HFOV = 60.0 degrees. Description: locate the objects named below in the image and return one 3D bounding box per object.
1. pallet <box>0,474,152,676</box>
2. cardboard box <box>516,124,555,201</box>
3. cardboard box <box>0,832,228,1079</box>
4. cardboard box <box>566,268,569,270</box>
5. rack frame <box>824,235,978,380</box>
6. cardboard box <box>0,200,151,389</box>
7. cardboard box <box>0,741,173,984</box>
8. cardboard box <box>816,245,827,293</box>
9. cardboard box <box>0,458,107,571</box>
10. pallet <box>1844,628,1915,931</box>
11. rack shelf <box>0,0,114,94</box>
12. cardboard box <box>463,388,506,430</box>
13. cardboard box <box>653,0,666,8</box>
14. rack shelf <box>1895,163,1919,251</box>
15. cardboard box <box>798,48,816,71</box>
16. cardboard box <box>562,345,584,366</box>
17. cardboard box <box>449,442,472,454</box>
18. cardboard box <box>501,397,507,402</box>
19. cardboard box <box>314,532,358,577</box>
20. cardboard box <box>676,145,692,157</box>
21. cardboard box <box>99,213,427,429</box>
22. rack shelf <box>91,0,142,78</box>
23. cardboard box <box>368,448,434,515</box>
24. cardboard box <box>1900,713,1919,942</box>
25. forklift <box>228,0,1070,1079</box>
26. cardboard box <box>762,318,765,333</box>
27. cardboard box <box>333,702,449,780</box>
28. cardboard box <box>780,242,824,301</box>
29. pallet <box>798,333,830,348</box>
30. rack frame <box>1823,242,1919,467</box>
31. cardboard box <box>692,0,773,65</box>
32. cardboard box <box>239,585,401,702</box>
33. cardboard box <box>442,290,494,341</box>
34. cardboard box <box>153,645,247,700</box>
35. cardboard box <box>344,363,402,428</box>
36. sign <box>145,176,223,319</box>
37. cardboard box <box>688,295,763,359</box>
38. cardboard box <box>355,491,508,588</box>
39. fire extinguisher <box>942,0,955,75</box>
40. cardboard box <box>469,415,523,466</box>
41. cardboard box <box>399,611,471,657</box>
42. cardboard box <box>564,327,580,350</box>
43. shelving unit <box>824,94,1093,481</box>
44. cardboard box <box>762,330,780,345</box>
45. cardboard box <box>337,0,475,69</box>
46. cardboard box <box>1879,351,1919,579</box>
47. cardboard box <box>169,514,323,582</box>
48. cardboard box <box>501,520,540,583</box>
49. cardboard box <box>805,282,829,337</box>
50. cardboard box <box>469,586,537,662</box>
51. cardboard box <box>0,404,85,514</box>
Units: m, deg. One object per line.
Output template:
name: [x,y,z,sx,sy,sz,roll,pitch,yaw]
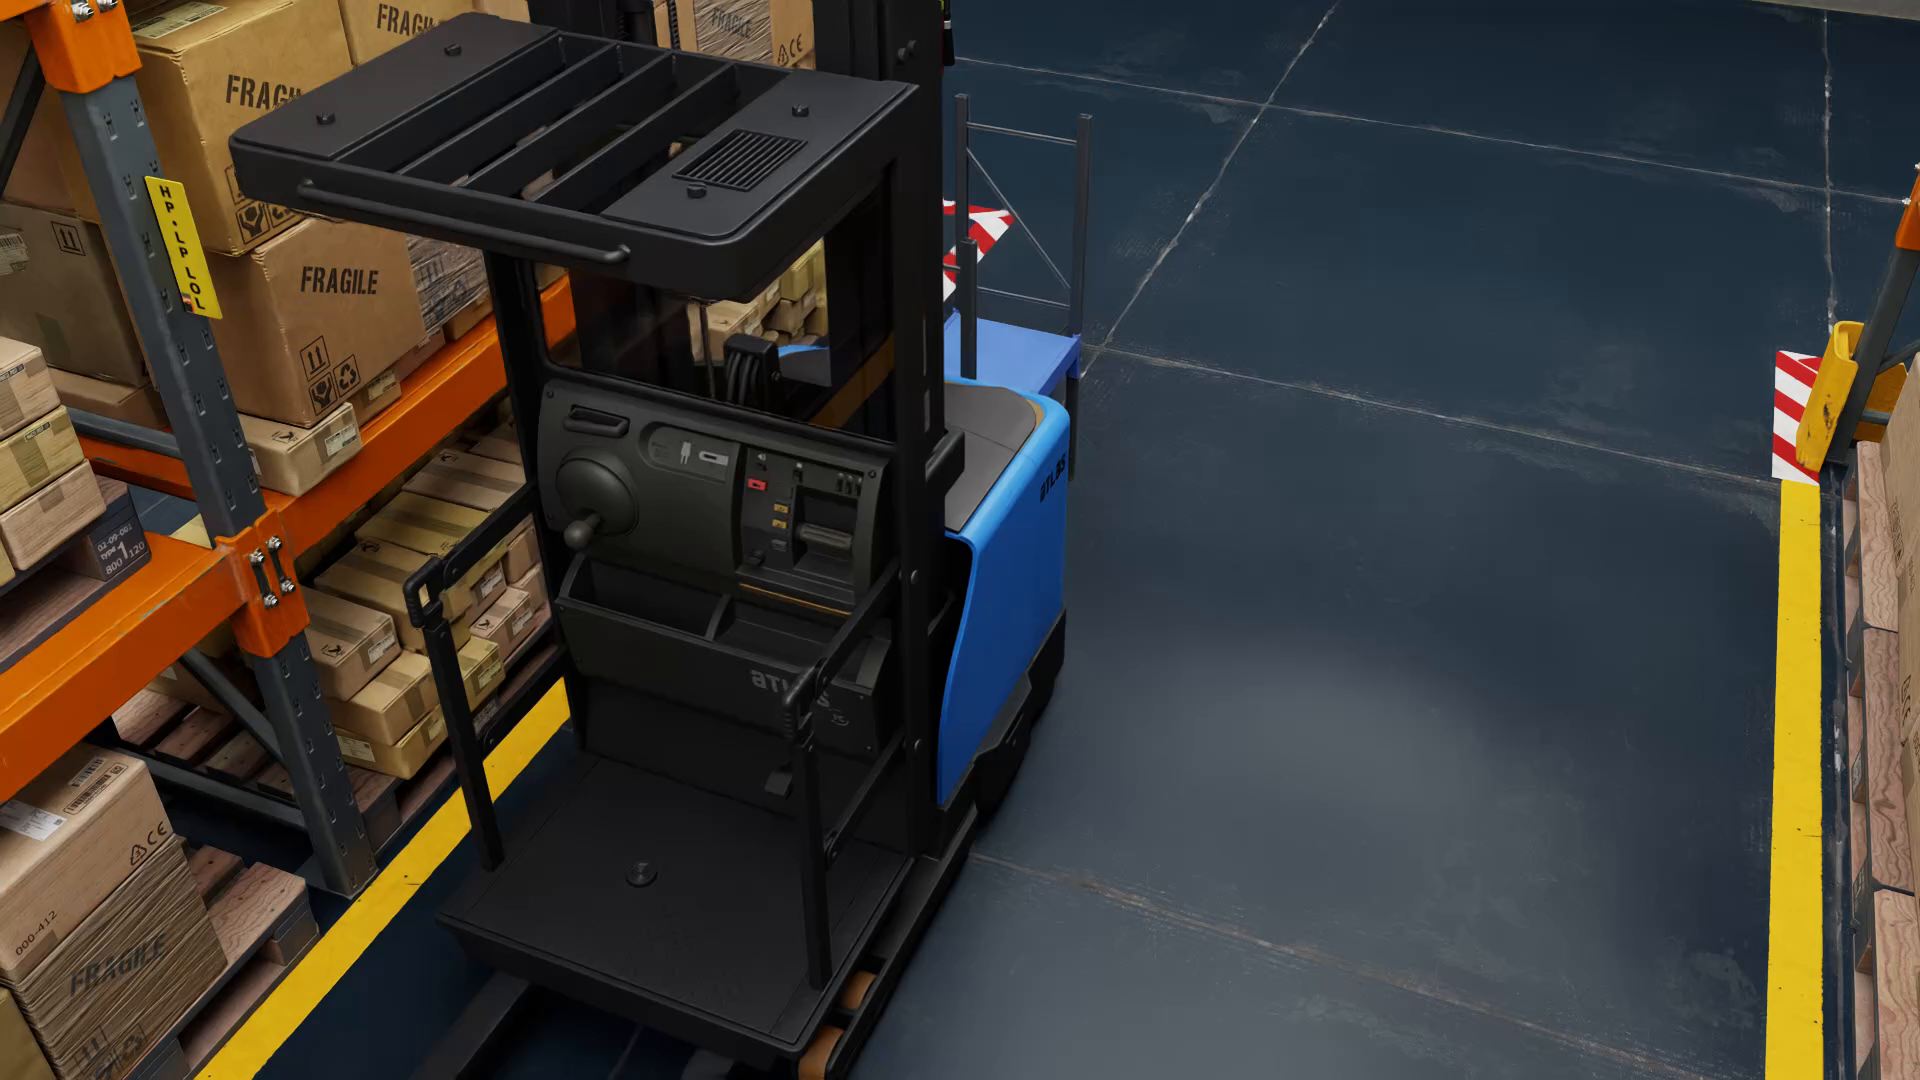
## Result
pallet: [-2.631,0.172,3.674,1.003,0.211,1.213,14,39,18]
cardboard box: [-1.377,-1.217,5.041,0.500,0.500,0.500,13,39,17]
cardboard box: [-2.254,1.006,4.136,0.500,0.500,0.500,13,39,17]
cardboard box: [-1.339,-1.016,5.314,0.380,0.149,0.250,16,39,20]
rack frame: [-0.183,-0.342,5.455,0.500,1.500,0.032,14,39,18]
cardboard box: [-2.283,-0.786,4.464,0.500,0.500,0.500,14,39,18]
cardboard box: [-2.255,0.708,3.908,0.500,0.250,0.500,13,39,17]
cardboard box: [-0.770,-1.165,7.085,0.380,0.149,0.250,13,39,17]
cardboard box: [-2.173,-0.097,3.734,0.380,0.149,0.250,13,39,17]
pallet: [3.235,0.813,4.986,1.003,0.211,1.213,14,39,18]
rack shelf: [-2.966,-0.101,1.974,1.077,0.370,4.000,14,39,18]
cardboard box: [-1.882,-0.554,6.020,0.380,0.149,0.250,13,39,16]
cardboard box: [-1.208,-1.895,5.112,0.500,0.500,0.500,13,39,16]
rack shelf: [3.172,-0.042,4.402,1.077,0.370,4.000,14,39,18]
cardboard box: [-0.757,-1.892,6.486,0.380,0.149,0.250,13,39,17]
cardboard box: [-1.265,-0.562,6.030,0.380,0.149,0.250,14,39,18]
cardboard box: [-1.937,-0.254,5.866,0.380,0.149,0.250,15,39,19]
cardboard box: [-1.676,-0.536,6.243,0.380,0.149,0.250,16,40,20]
cardboard box: [-2.202,0.008,5.516,0.380,0.149,0.250,13,39,16]
cardboard box: [-1.118,-1.471,5.922,0.380,0.149,0.250,12,38,16]
cardboard box: [-1.784,-0.671,4.310,0.500,0.500,0.500,13,39,17]
rack shelf: [-1.444,-2.315,4.937,1.077,0.370,4.000,14,39,18]
cardboard box: [-1.991,-0.231,5.588,0.380,0.149,0.250,15,39,19]
cardboard box: [3.089,0.816,4.442,0.875,0.438,0.875,13,39,16]
forklift: [-0.698,-0.041,3.857,1.130,2.935,3.031,14,39,18]
cardboard box: [-1.014,-0.884,6.709,0.380,0.149,0.250,13,39,17]
cardboard box: [-1.770,0.551,5.038,0.380,0.149,0.250,12,38,16]
cardboard box: [-0.780,-1.125,6.783,0.380,0.149,0.250,13,39,17]
pallet: [-1.054,-0.908,7.289,1.003,0.211,1.213,14,39,18]
rack frame: [3.933,-1.438,5.668,1.000,3.000,0.127,14,39,18]
cardboard box: [-1.001,-1.794,5.813,0.500,0.500,0.500,14,39,18]
cardboard box: [-1.883,0.297,4.880,0.380,0.149,0.250,15,39,20]
cardboard box: [-1.604,-0.745,4.951,0.380,0.149,0.250,12,38,16]
cardboard box: [-2.380,0.313,5.108,0.380,0.149,0.250,15,39,19]
cardboard box: [-1.765,-0.436,4.538,0.380,0.149,0.250,15,39,19]
sign: [-1.691,-0.634,3.625,0.100,0.325,0.005,14,39,18]
cardboard box: [-0.988,-0.834,6.394,0.380,0.149,0.250,15,39,19]
cardboard box: [-1.672,0.007,5.269,0.380,0.149,0.250,13,39,17]
fire extinguisher: [-0.161,-2.363,7.282,0.296,0.674,0.183,14,39,18]
cardboard box: [-1.422,-0.265,5.632,0.380,0.149,0.250,15,39,19]
cardboard box: [-1.758,0.272,5.163,0.380,0.149,0.250,14,39,18]
cardboard box: [-1.679,-0.828,6.386,0.380,0.149,0.250,14,39,18]
shelving unit: [0.018,-0.622,5.829,0.538,1.500,1.048,14,39,18]
cardboard box: [-0.957,-0.765,6.798,0.380,0.149,0.250,14,39,18]
cardboard box: [-1.625,-1.339,4.369,0.500,0.500,0.500,13,39,16]
cardboard box: [3.774,-0.191,5.790,0.875,0.438,0.875,13,39,16]
cardboard box: [-2.250,0.034,5.233,0.380,0.149,0.250,14,39,18]
cardboard box: [-1.594,-0.020,5.554,0.380,0.149,0.250,12,38,15]
cardboard box: [-0.695,-1.031,7.155,0.380,0.149,0.250,15,39,19]
cardboard box: [-1.622,0.254,5.435,0.380,0.149,0.250,14,39,18]
cardboard box: [-2.174,-0.216,3.644,0.380,0.149,0.250,15,39,19]
